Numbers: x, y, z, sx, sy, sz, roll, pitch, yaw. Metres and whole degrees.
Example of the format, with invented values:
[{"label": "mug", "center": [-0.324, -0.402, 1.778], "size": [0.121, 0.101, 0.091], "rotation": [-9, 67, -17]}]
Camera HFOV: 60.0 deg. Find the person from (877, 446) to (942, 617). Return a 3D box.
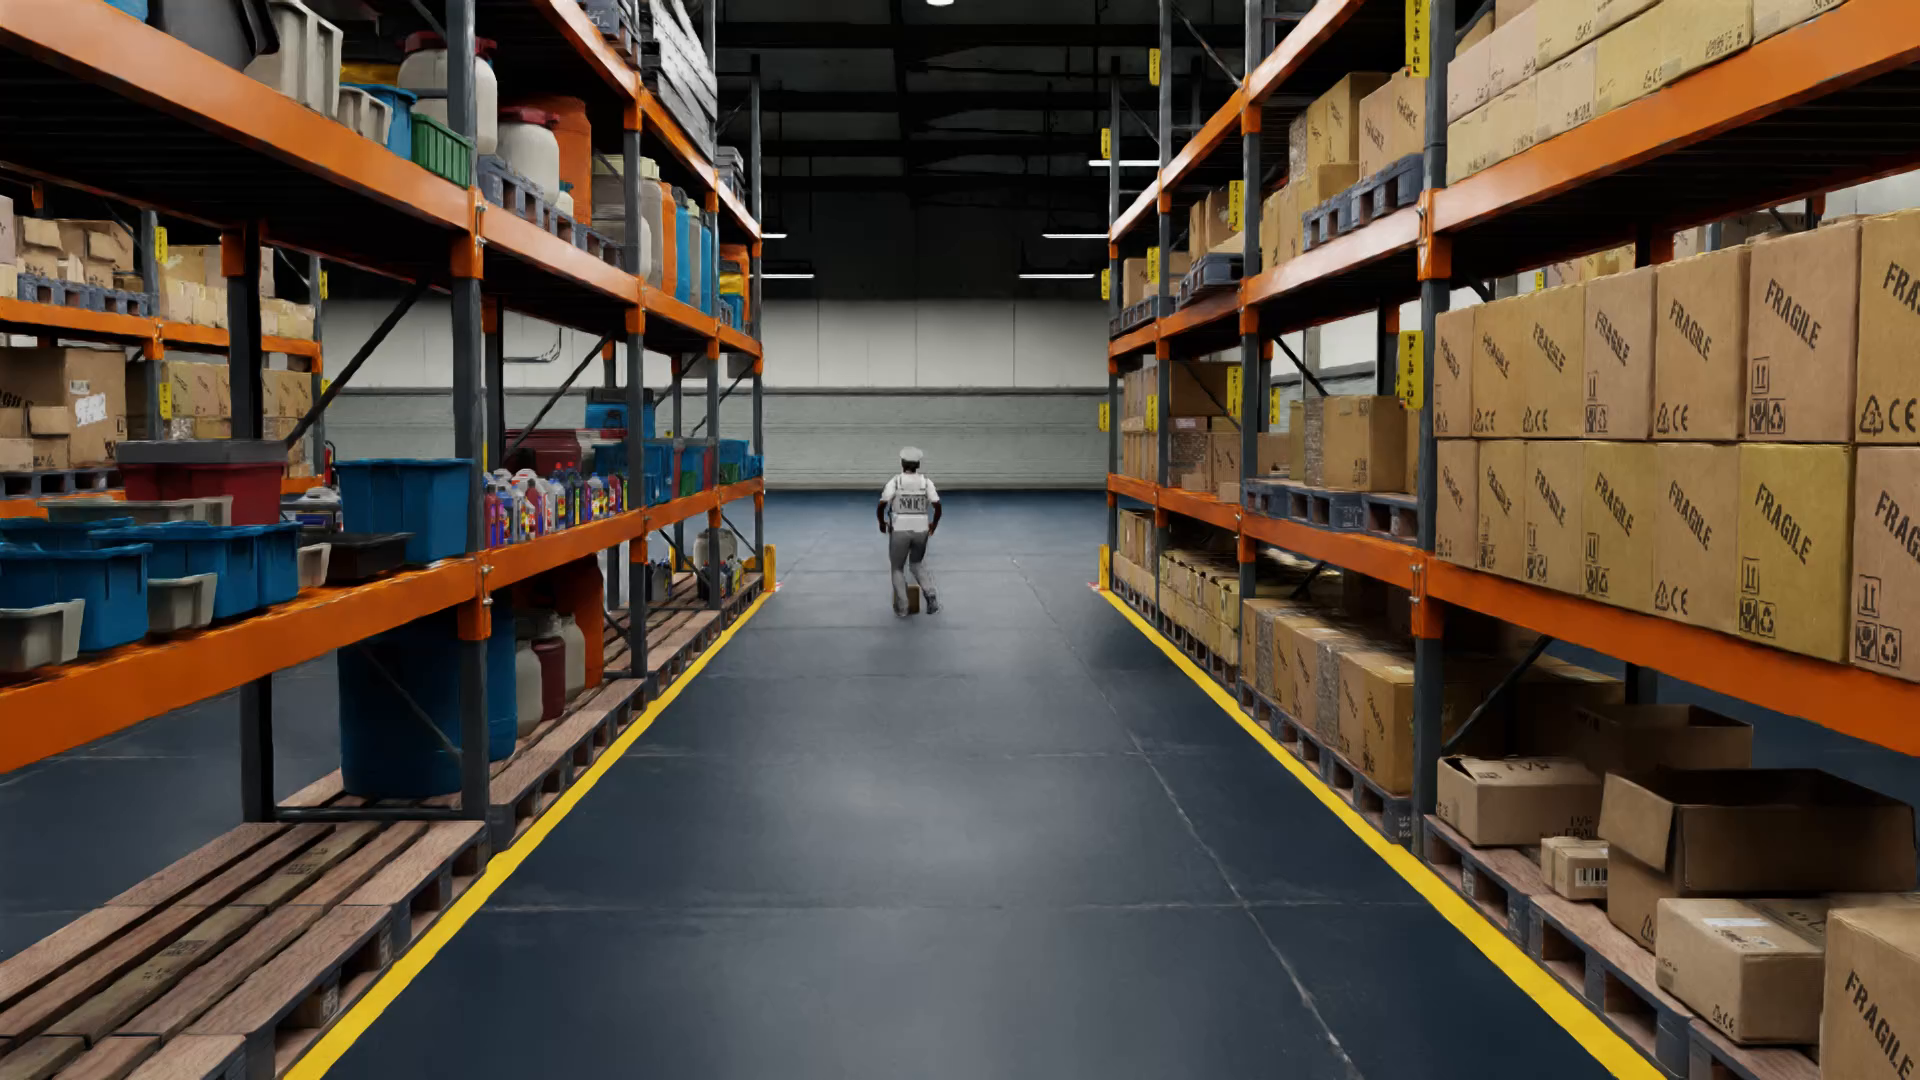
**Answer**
[{"label": "person", "center": [-0.514, -0.077, 16.191], "size": [0.596, 1.670, 0.469], "rotation": [-1, 4, -21]}]
